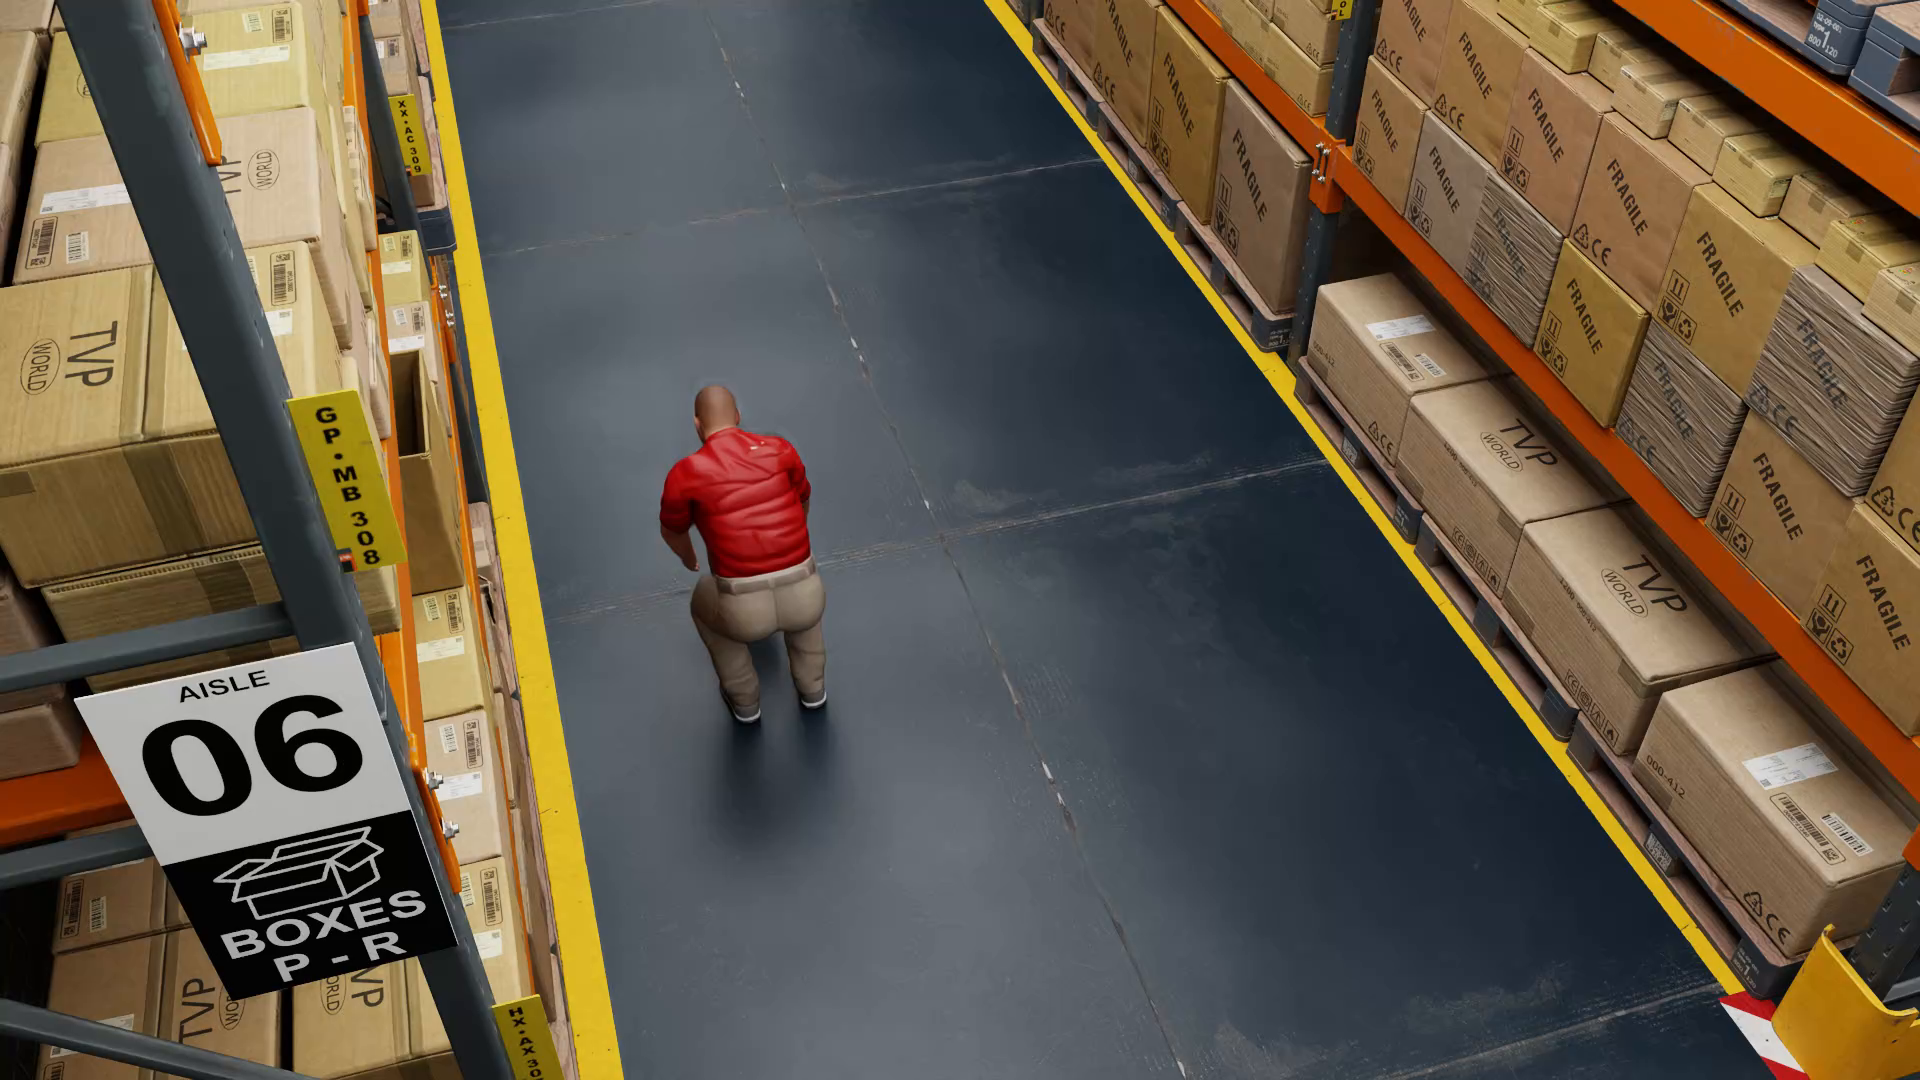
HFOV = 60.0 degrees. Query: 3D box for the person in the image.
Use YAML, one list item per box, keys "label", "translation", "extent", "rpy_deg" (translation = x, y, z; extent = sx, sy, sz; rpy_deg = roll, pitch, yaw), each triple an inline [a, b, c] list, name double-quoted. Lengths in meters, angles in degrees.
- label: "person"
  translation: [-0.818, 0.101, 6.391]
  extent: [0.589, 1.293, 0.767]
  rpy_deg: [-12, 43, -13]
